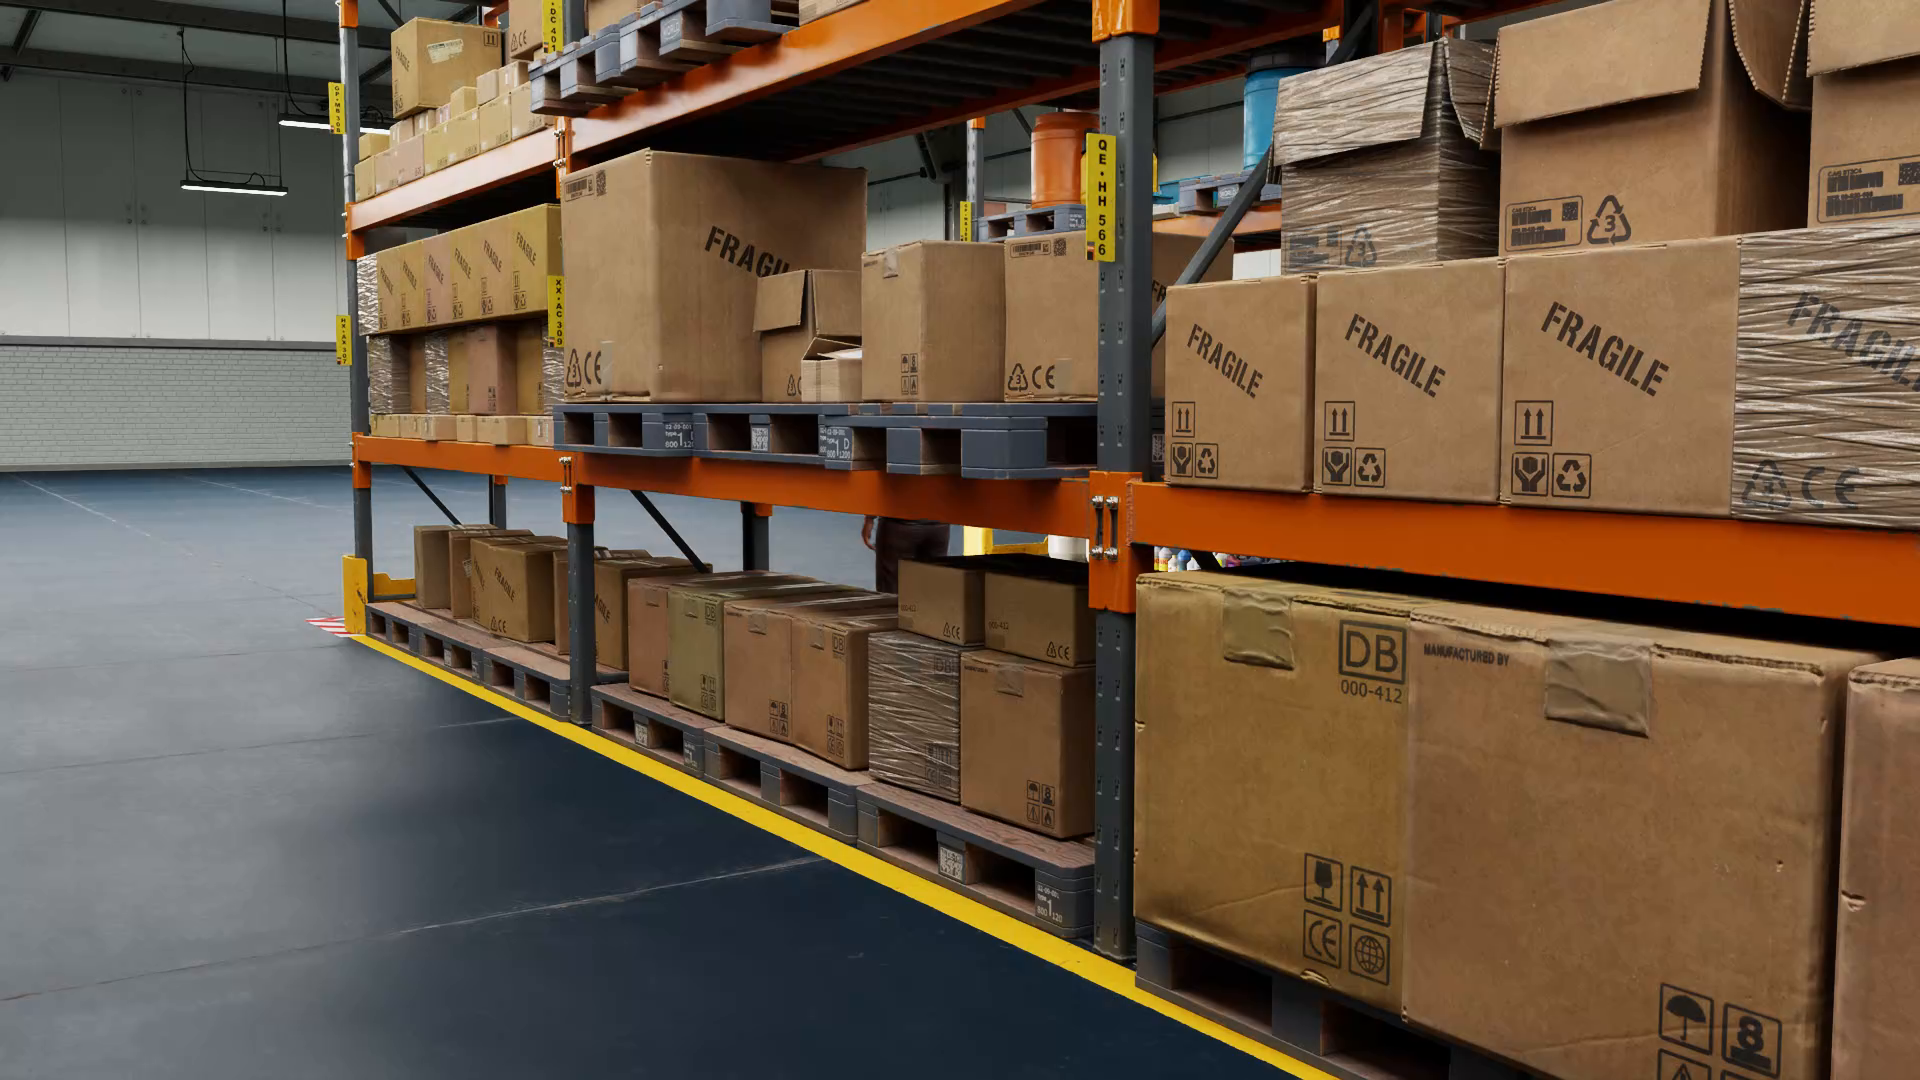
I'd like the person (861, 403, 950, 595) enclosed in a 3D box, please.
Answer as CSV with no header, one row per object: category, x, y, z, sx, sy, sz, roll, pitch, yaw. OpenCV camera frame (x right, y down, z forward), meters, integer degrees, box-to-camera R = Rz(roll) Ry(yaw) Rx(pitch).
person,-0.261,-0.090,9.073,0.593,1.722,0.416,-3,6,-36
